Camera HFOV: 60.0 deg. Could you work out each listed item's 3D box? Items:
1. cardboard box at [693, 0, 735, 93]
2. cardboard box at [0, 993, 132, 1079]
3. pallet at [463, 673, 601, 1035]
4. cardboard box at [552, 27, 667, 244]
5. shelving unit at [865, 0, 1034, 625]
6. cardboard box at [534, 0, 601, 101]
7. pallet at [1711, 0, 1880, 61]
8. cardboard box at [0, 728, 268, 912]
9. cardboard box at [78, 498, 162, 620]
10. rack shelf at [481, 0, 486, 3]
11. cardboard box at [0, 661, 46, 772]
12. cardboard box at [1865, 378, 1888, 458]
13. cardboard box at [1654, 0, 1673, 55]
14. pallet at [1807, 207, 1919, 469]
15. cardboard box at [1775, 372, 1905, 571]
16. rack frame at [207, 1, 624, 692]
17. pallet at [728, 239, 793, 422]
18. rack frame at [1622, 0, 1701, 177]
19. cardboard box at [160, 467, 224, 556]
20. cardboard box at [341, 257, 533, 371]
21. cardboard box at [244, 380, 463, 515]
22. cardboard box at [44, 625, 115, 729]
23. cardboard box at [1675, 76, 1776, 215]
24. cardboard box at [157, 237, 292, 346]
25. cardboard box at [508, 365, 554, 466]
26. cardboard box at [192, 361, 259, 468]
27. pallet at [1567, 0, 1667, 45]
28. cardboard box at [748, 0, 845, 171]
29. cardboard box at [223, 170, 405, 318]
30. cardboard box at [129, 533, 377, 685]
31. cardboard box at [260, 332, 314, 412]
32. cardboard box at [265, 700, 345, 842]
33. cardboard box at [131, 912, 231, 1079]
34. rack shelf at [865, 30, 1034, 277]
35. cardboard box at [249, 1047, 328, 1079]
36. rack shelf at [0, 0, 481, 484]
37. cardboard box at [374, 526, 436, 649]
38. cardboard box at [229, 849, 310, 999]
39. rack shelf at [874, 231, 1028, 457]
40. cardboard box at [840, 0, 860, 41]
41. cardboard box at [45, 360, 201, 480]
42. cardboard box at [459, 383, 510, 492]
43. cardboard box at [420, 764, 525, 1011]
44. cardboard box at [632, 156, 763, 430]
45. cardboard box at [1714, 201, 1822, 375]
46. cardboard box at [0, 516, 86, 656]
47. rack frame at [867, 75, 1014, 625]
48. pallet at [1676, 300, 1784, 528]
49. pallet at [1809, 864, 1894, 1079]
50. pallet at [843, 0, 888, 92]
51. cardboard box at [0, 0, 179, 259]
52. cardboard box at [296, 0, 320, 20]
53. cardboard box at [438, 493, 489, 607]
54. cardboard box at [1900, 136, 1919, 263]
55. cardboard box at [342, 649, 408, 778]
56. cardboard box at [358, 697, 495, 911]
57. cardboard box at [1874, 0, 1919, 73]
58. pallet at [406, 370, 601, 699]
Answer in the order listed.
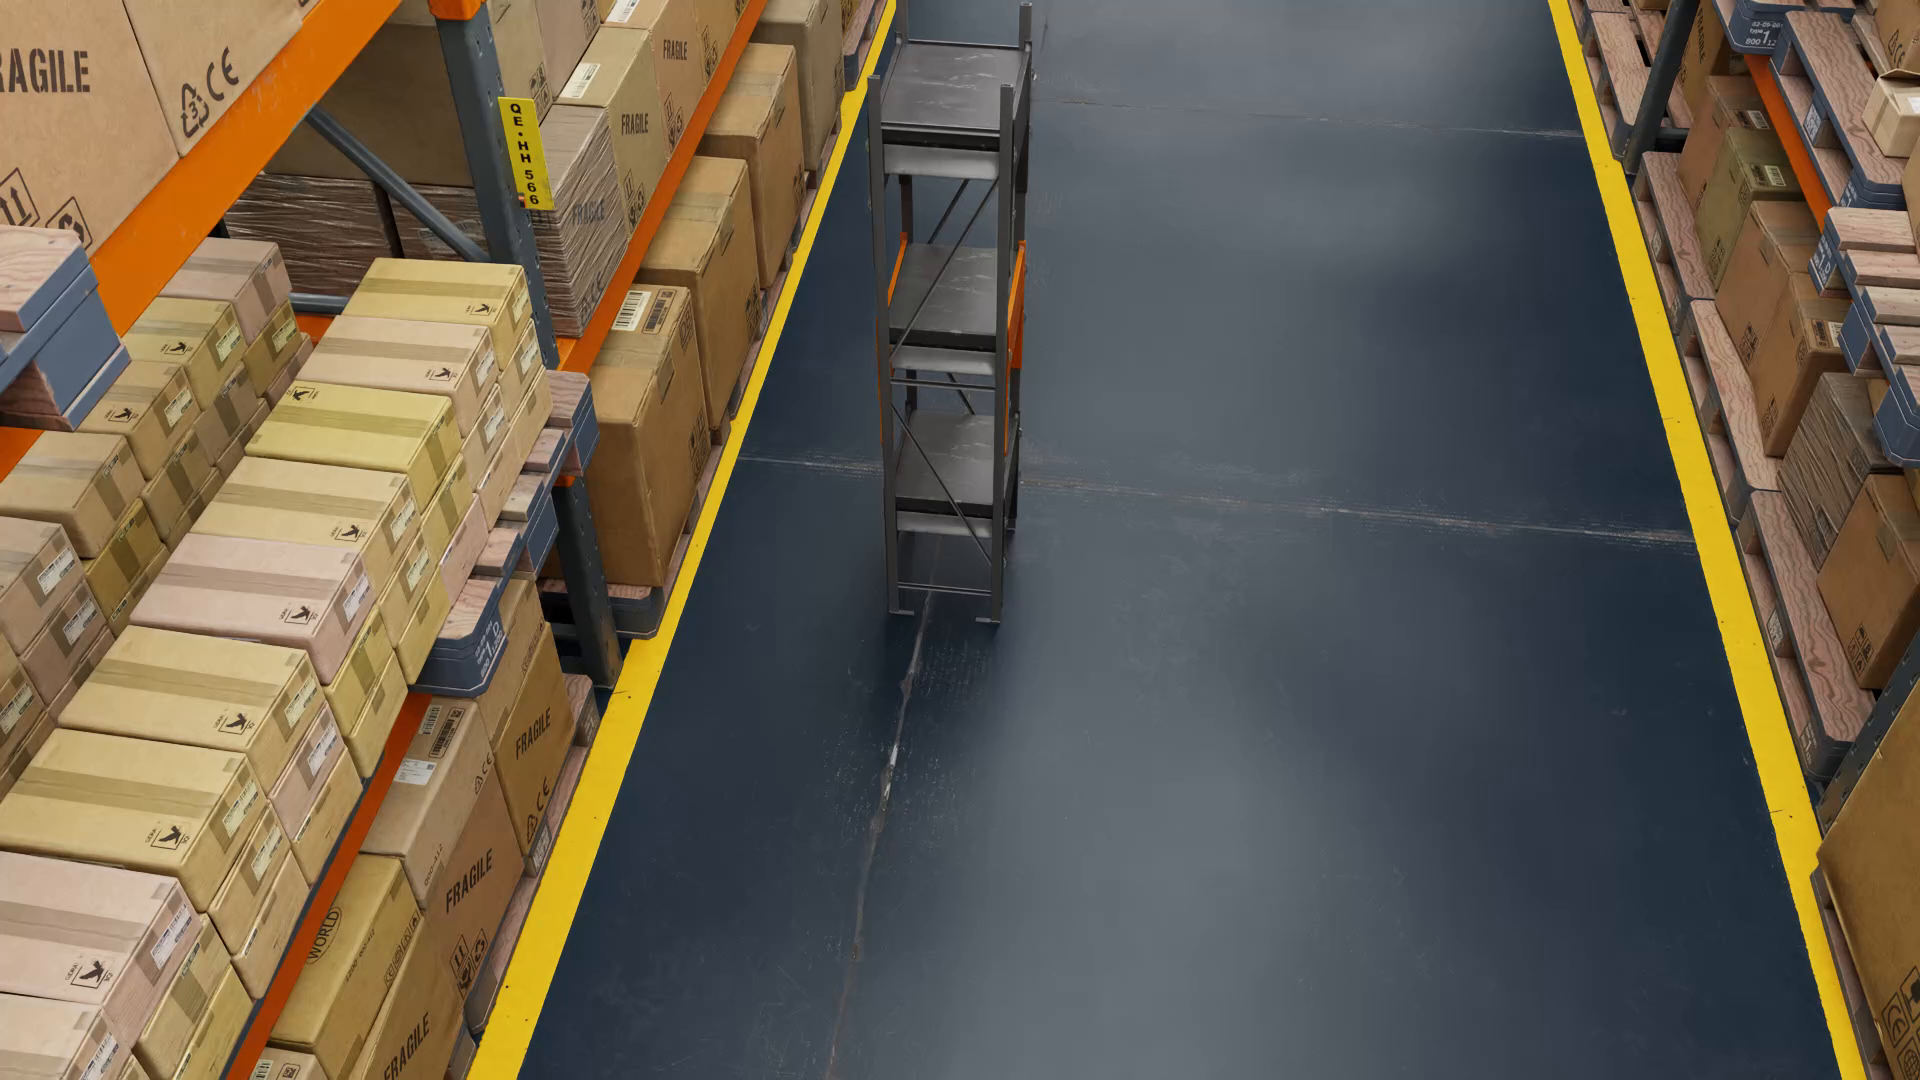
[{"bbox_3d":[-1.148,-2.005,6.113,0.500,0.500,0.500,5,44,5],"label":"cardboard box"},{"bbox_3d":[-1.559,0.855,2.610,0.380,0.149,0.250,5,44,5],"label":"cardboard box"},{"bbox_3d":[-1.779,0.888,5.159,1.003,0.211,1.213,5,44,6],"label":"pallet"},{"bbox_3d":[-1.283,-1.322,5.392,0.500,0.500,0.500,5,44,5],"label":"cardboard box"},{"bbox_3d":[-0.022,-0.650,5.409,0.431,2.100,0.503,5,44,6],"label":"shelving unit"},{"bbox_3d":[-1.540,-1.707,5.071,0.700,0.500,0.500,5,44,5],"label":"cardboard box"},{"bbox_3d":[3.512,-2.286,6.622,1.003,0.211,1.213,5,44,6],"label":"pallet"},{"bbox_3d":[-1.493,0.499,2.985,0.380,0.149,0.250,6,44,7],"label":"cardboard box"},{"bbox_3d":[-2.036,0.024,3.704,0.380,0.149,0.250,5,44,6],"label":"cardboard box"},{"bbox_3d":[-1.410,-2.848,5.418,1.077,0.370,4.000,5,44,6],"label":"rack shelf"},{"bbox_3d":[-2.106,0.362,3.347,0.380,0.149,0.250,5,44,5],"label":"cardboard box"},{"bbox_3d":[3.347,-0.484,5.532,0.500,0.250,0.500,10,44,10],"label":"cardboard box"},{"bbox_3d":[3.918,-2.768,8.505,0.500,0.500,0.500,19,46,19],"label":"cardboard box"},{"bbox_3d":[3.217,-0.563,4.803,1.213,0.211,1.003,5,44,6],"label":"pallet"},{"bbox_3d":[3.358,-0.227,5.806,0.700,0.500,0.500,2,43,2],"label":"cardboard box"},{"bbox_3d":[-1.675,-0.657,4.763,1.000,3.000,0.127,5,44,6],"label":"rack frame"},{"bbox_3d":[-1.332,-1.004,7.157,1.003,0.211,1.213,5,44,6],"label":"pallet"},{"bbox_3d":[3.757,-2.864,7.093,1.000,3.000,0.127,5,44,6],"label":"rack frame"},{"bbox_3d":[-2.005,-0.065,4.014,0.380,0.149,0.250,7,44,8],"label":"cardboard box"},{"bbox_3d":[-1.285,-0.559,4.103,0.380,0.149,0.250,4,44,4],"label":"cardboard box"},{"bbox_3d":[-1.355,-0.209,3.734,0.380,0.149,0.250,6,44,7],"label":"cardboard box"},{"bbox_3d":[-2.072,0.301,3.628,0.380,0.149,0.250,7,44,7],"label":"cardboard box"},{"bbox_3d":[3.655,-1.699,7.361,0.700,0.500,0.500,2,43,2],"label":"cardboard box"},{"bbox_3d":[-1.928,-0.634,4.183,0.380,0.149,0.250,5,44,6],"label":"cardboard box"},{"bbox_3d":[-1.284,-0.341,4.305,0.380,0.149,0.250,6,44,6],"label":"cardboard box"},{"bbox_3d":[-1.971,-0.330,4.078,0.380,0.149,0.250,7,44,8],"label":"cardboard box"},{"bbox_3d":[3.970,-3.146,9.419,1.003,0.211,1.213,5,44,6],"label":"pallet"},{"bbox_3d":[-1.139,-2.288,7.815,1.050,0.750,0.750,5,44,5],"label":"cardboard box"},{"bbox_3d":[-1.881,-1.025,5.078,0.500,0.500,0.500,5,44,6],"label":"cardboard box"},{"bbox_3d":[-1.424,0.137,3.369,0.380,0.149,0.250,5,44,6],"label":"cardboard box"},{"bbox_3d":[-1.934,-0.432,4.402,0.380,0.149,0.250,5,44,5],"label":"cardboard box"},{"bbox_3d":[-1.457,0.431,3.274,0.380,0.149,0.250,6,44,7],"label":"cardboard box"},{"bbox_3d":[-1.527,0.778,2.907,0.380,0.149,0.250,5,44,5],"label":"cardboard box"},{"bbox_3d":[-0.022,-1.148,4.937,0.431,0.518,0.480,5,44,6],"label":"rack shelf"},{"bbox_3d":[-1.704,1.362,3.597,0.500,0.250,0.500,7,44,7],"label":"cardboard box"},{"bbox_3d":[-1.939,-0.122,2.539,1.077,0.370,4.000,5,44,6],"label":"rack shelf"},{"bbox_3d":[-1.388,0.084,3.641,0.380,0.149,0.250,5,44,6],"label":"cardboard box"},{"bbox_3d":[-1.492,0.719,3.186,0.380,0.149,0.250,3,44,4],"label":"cardboard box"},{"bbox_3d":[-0.022,-0.640,5.418,0.431,0.518,0.480,5,44,6],"label":"rack shelf"},{"bbox_3d":[-0.993,-3.187,8.674,0.875,0.875,0.875,6,44,6],"label":"cardboard box"},{"bbox_3d":[-1.997,-0.287,3.816,0.380,0.149,0.250,5,44,5],"label":"cardboard box"},{"bbox_3d":[-1.322,-0.266,4.011,0.380,0.149,0.250,7,44,7],"label":"cardboard box"},{"bbox_3d":[-1.575,0.924,4.605,0.500,0.500,0.500,7,44,7],"label":"cardboard box"},{"bbox_3d":[-1.393,-0.996,6.451,1.050,0.750,0.750,6,44,6],"label":"cardboard box"},{"bbox_3d":[3.500,-0.995,6.617,0.700,0.500,0.500,2,43,2],"label":"cardboard box"},{"bbox_3d":[-2.067,0.078,3.431,0.380,0.149,0.250,7,44,7],"label":"cardboard box"},{"bbox_3d":[-0.054,-0.483,5.233,0.400,2.100,0.015,5,44,6],"label":"rack frame"},{"bbox_3d":[3.497,-0.487,6.610,1.003,0.211,1.213,5,44,6],"label":"pallet"},{"bbox_3d":[3.050,1.405,4.612,1.003,0.211,1.213,5,44,6],"label":"pallet"},{"bbox_3d":[-0.968,-2.882,9.140,1.003,0.211,1.213,5,44,6],"label":"pallet"},{"bbox_3d":[-1.622,-0.688,2.541,0.500,0.500,0.500,5,44,6],"label":"cardboard box"},{"bbox_3d":[-1.498,-1.371,3.261,0.500,0.500,0.500,5,44,6],"label":"cardboard box"},{"bbox_3d":[-1.352,0.004,3.942,0.380,0.149,0.250,6,44,6],"label":"cardboard box"},{"bbox_3d":[3.235,-1.088,4.839,0.700,0.500,0.500,11,45,12],"label":"cardboard box"},{"bbox_3d":[-1.423,0.357,3.569,0.380,0.149,0.250,3,44,4],"label":"cardboard box"},{"bbox_3d":[-1.561,0.661,4.338,0.500,0.250,0.500,6,44,6],"label":"cardboard box"},{"bbox_3d":[3.620,-1.864,5.656,0.797,0.503,0.637,9,44,10],"label":"cardboard box"},{"bbox_3d":[-1.663,-0.092,4.305,1.213,0.211,1.003,5,44,6],"label":"pallet"}]
